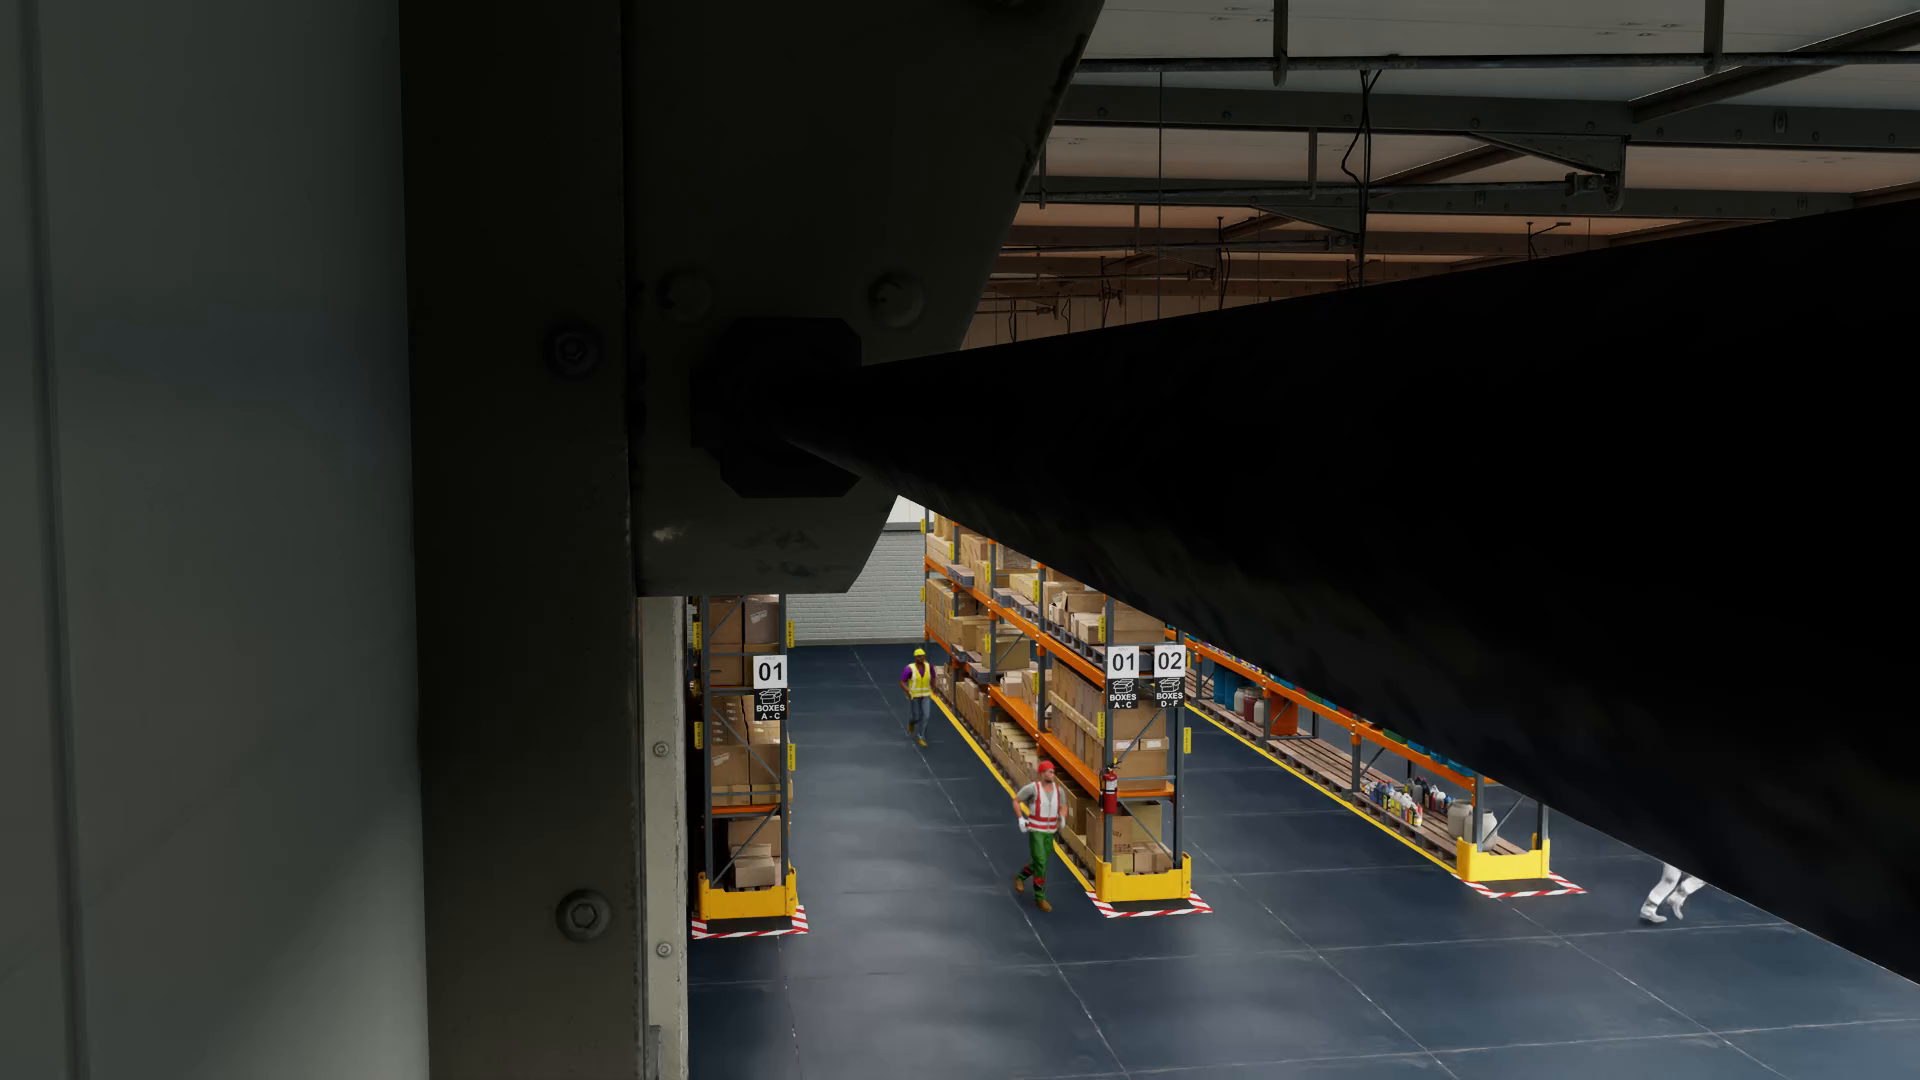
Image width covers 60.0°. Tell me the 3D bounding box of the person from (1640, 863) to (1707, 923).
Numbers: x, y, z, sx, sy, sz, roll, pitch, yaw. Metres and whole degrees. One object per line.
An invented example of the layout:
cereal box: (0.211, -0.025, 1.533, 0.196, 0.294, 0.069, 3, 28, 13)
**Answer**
person: (8.573, 3.695, 19.774, 0.833, 1.734, 0.681, 3, 6, 30)

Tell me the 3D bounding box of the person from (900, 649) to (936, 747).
person: (-0.737, 2.832, 30.165, 0.708, 1.748, 0.727, -2, 5, -18)

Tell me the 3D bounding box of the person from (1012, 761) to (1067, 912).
person: (1.019, 3.634, 20.711, 0.700, 1.773, 0.842, -3, 6, -32)
